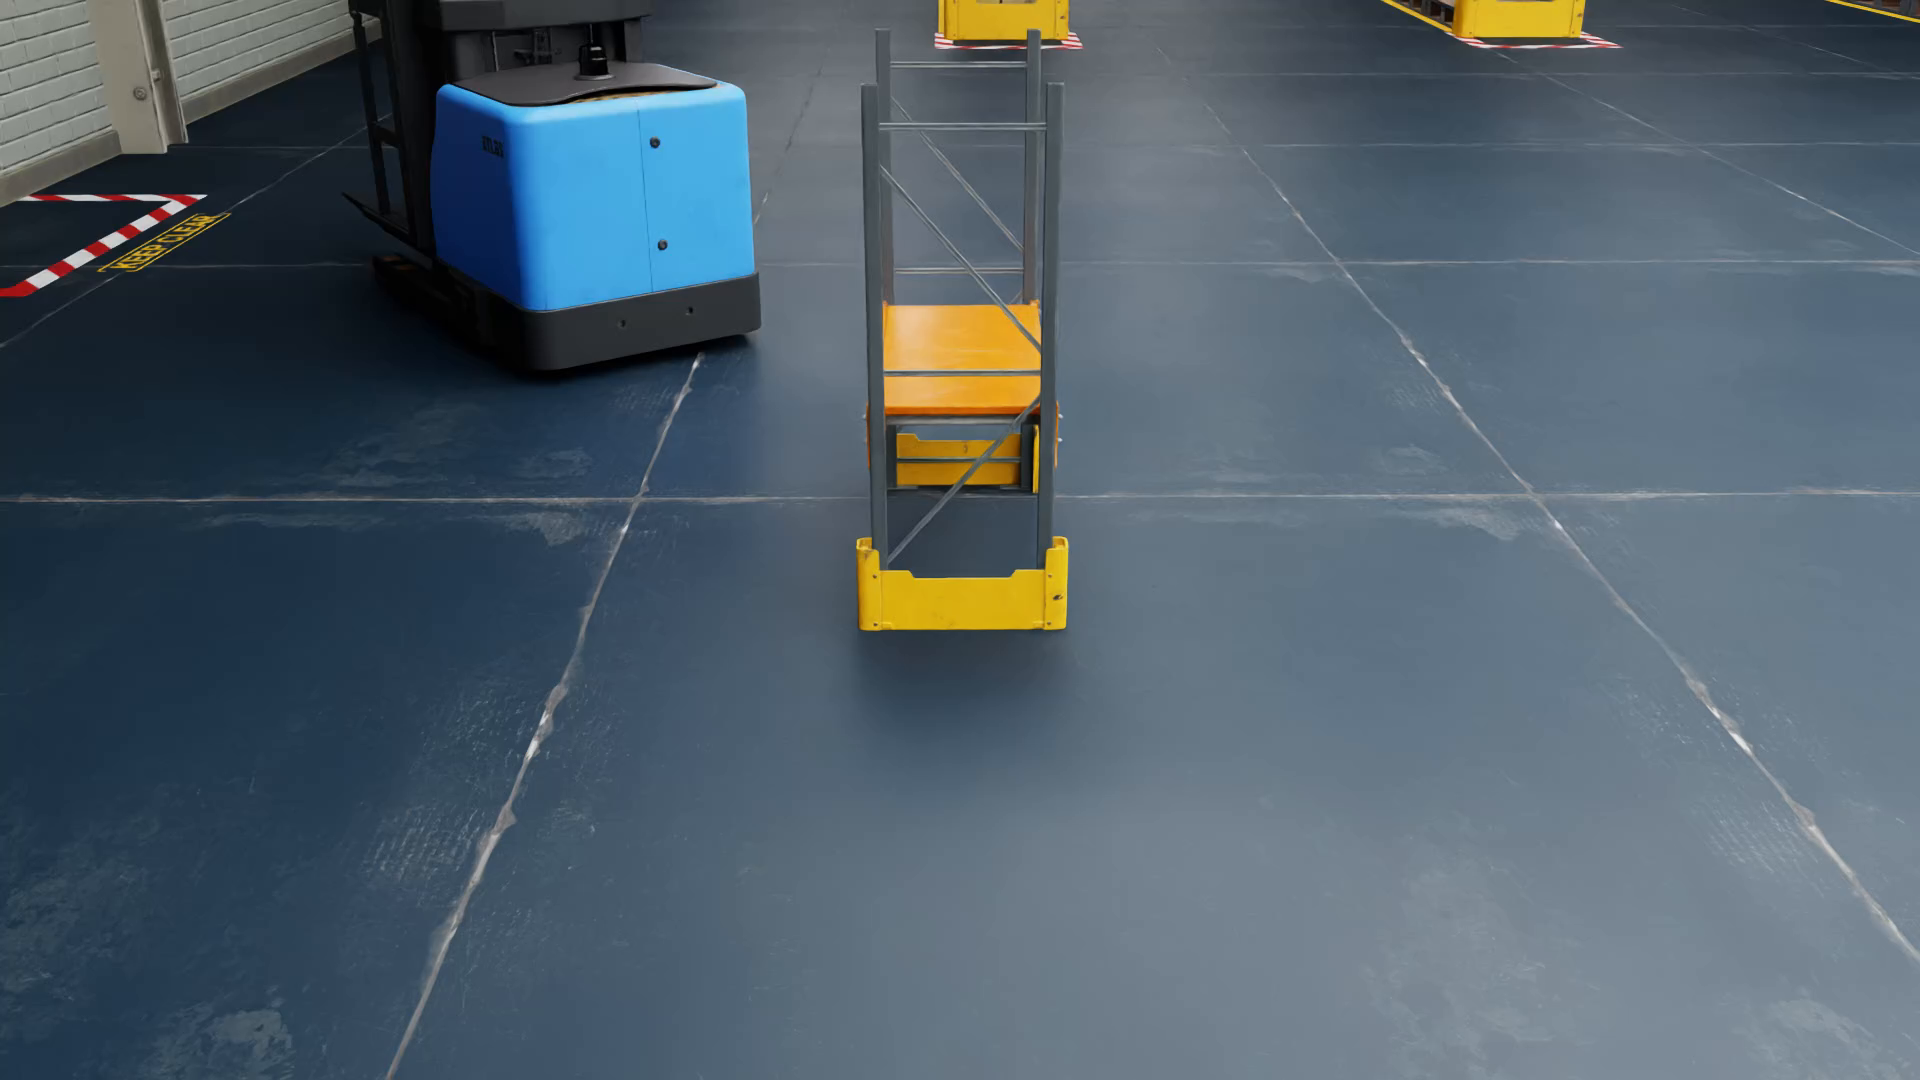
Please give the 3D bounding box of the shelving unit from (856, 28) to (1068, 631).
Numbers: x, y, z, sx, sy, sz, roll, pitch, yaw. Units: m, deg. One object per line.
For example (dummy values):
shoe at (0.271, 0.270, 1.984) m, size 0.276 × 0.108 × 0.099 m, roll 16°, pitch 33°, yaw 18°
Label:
shelving unit at (0.001, -0.652, 4.871) m, size 0.587 × 1.500 × 1.083 m, roll 0°, pitch 24°, yaw -1°

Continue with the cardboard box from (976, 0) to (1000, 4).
cardboard box at (0.133, -5.329, 16.219) m, size 0.500 × 0.250 × 0.500 m, roll 0°, pitch 24°, yaw -1°

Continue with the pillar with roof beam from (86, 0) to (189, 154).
pillar with roof beam at (-1.022, -6.712, 9.170) m, size 9.100 × 9.000 × 0.400 m, roll 0°, pitch 24°, yaw -1°

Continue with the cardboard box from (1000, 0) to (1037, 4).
cardboard box at (0.651, -5.331, 16.224) m, size 0.500 × 0.250 × 0.500 m, roll 0°, pitch 24°, yaw -1°

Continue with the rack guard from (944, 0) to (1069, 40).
rack guard at (0.434, -5.022, 15.746) m, size 1.175 × 0.500 × 0.348 m, roll 0°, pitch 24°, yaw -1°

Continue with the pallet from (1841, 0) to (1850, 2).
pallet at (10.339, -6.315, 18.956) m, size 1.003 × 0.211 × 1.213 m, roll 0°, pitch 24°, yaw -1°

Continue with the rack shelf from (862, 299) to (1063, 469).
rack shelf at (0.001, -0.484, 4.937) m, size 0.538 × 0.185 × 1.000 m, roll 0°, pitch 24°, yaw -1°

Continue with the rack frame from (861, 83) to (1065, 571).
rack frame at (0.006, -0.439, 4.400) m, size 0.500 × 1.500 × 0.032 m, roll 0°, pitch 24°, yaw -1°

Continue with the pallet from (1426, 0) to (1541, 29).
pallet at (5.336, -5.287, 16.683) m, size 1.003 × 0.211 × 1.213 m, roll 0°, pitch 24°, yaw -1°

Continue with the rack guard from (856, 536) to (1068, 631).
rack guard at (0.006, 0.123, 4.675) m, size 0.587 × 0.250 × 0.087 m, roll 0°, pitch 24°, yaw -1°

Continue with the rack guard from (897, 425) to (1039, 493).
rack guard at (-0.005, -0.288, 5.583) m, size 0.587 × 0.250 × 0.087 m, roll 0°, pitch 24°, yaw -1°

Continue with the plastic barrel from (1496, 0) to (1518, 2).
plastic barrel at (5.304, -5.520, 16.324) m, size 0.421 × 0.512 × 0.421 m, roll 0°, pitch 24°, yaw 0°

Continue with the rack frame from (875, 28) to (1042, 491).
rack frame at (-0.005, -0.858, 5.326) m, size 0.500 × 1.500 × 0.032 m, roll 0°, pitch 24°, yaw -1°

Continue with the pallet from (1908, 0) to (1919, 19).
pallet at (10.366, -5.309, 16.733) m, size 1.003 × 0.211 × 1.213 m, roll 0°, pitch 24°, yaw -1°

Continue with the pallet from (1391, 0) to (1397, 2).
pallet at (5.309, -6.292, 18.906) m, size 1.003 × 0.211 × 1.213 m, roll 0°, pitch 24°, yaw -1°

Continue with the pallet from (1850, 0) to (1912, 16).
pallet at (10.355, -5.811, 17.841) m, size 1.003 × 0.211 × 1.213 m, roll 0°, pitch 24°, yaw -1°

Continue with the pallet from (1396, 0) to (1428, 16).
pallet at (5.326, -5.788, 17.791) m, size 1.003 × 0.211 × 1.213 m, roll 0°, pitch 24°, yaw -1°

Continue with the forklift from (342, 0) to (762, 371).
forklift at (-2.112, -2.552, 7.336) m, size 1.130 × 2.935 × 3.031 m, roll -16°, pitch 29°, yaw -32°

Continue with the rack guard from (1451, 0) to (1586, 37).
rack guard at (5.339, -5.083, 15.883) m, size 1.175 × 0.500 × 0.348 m, roll 0°, pitch 24°, yaw -1°
